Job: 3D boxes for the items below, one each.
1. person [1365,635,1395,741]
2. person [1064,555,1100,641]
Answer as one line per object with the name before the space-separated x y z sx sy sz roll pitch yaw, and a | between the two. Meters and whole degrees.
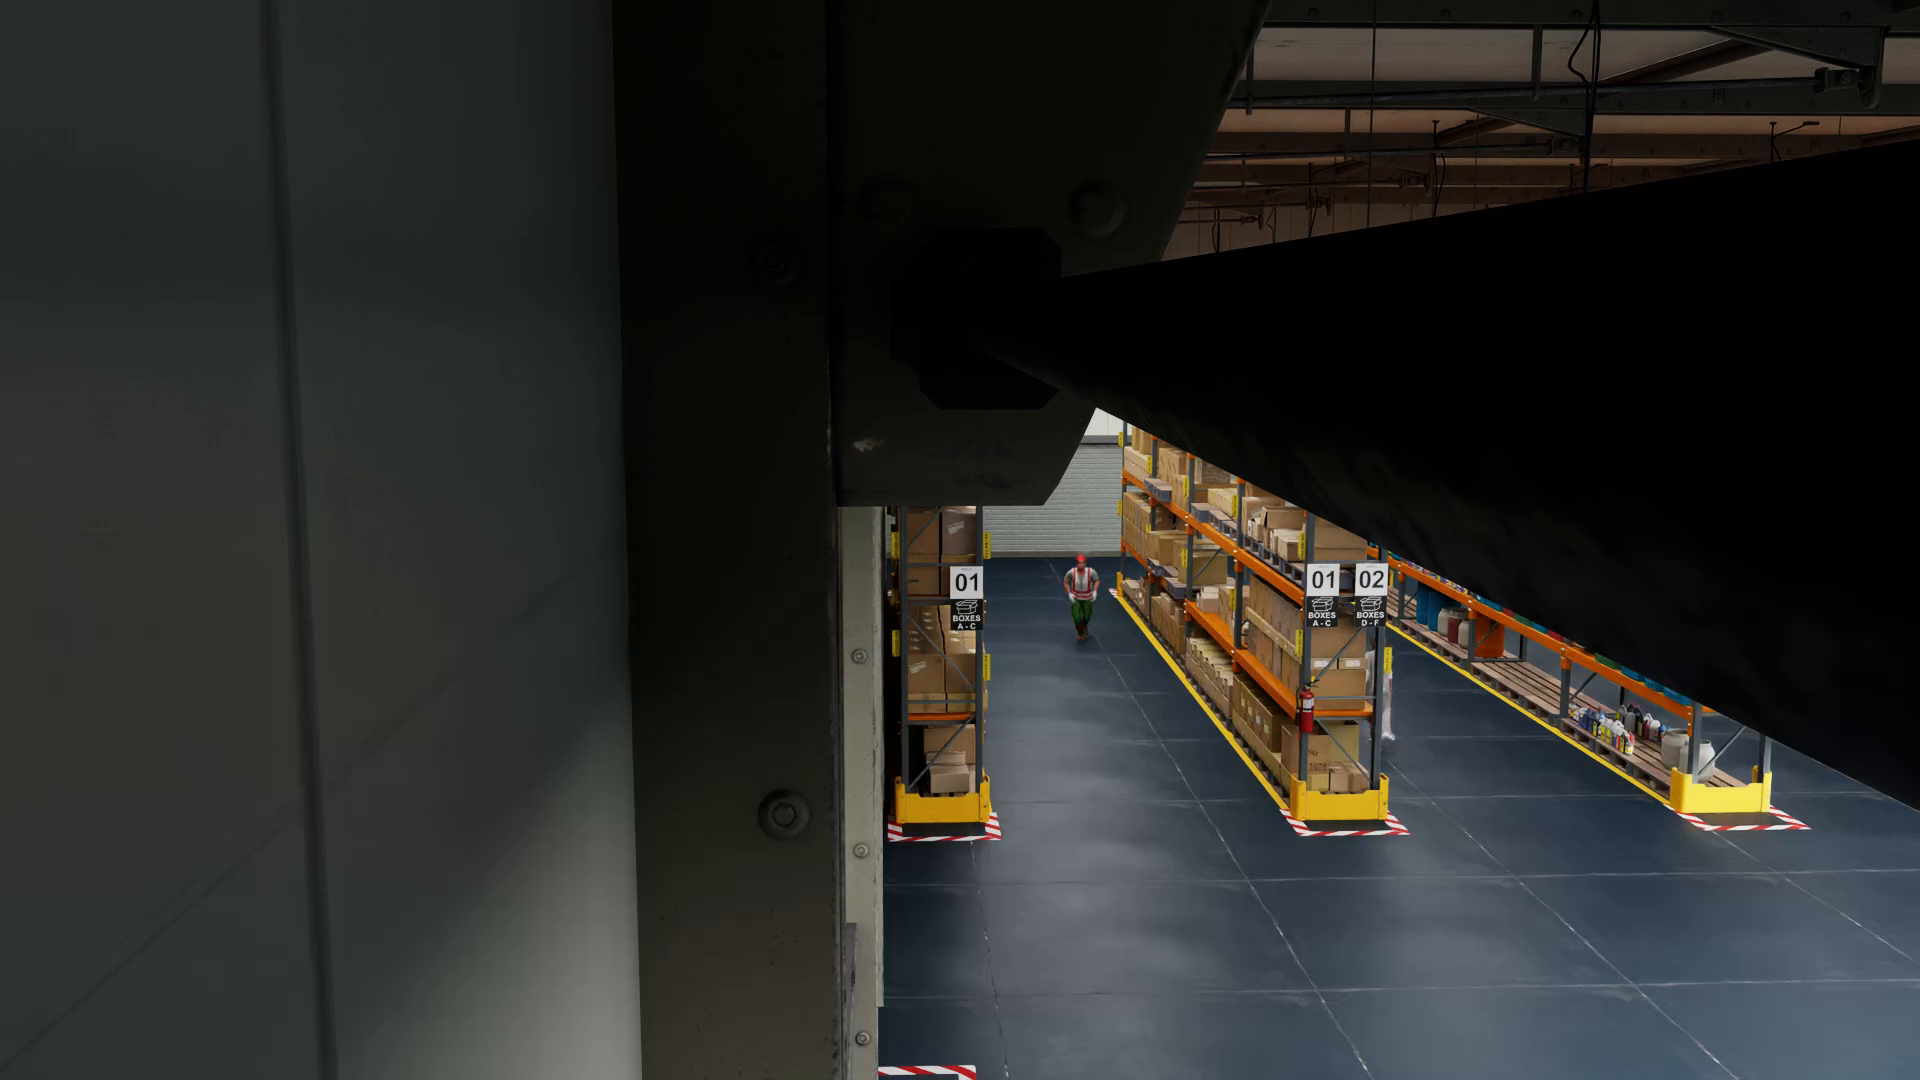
person | 6.077 2.167 24.132 0.462 1.596 0.480 0 8 -2
person | 2.301 1.094 31.426 0.689 1.686 0.636 1 8 6
